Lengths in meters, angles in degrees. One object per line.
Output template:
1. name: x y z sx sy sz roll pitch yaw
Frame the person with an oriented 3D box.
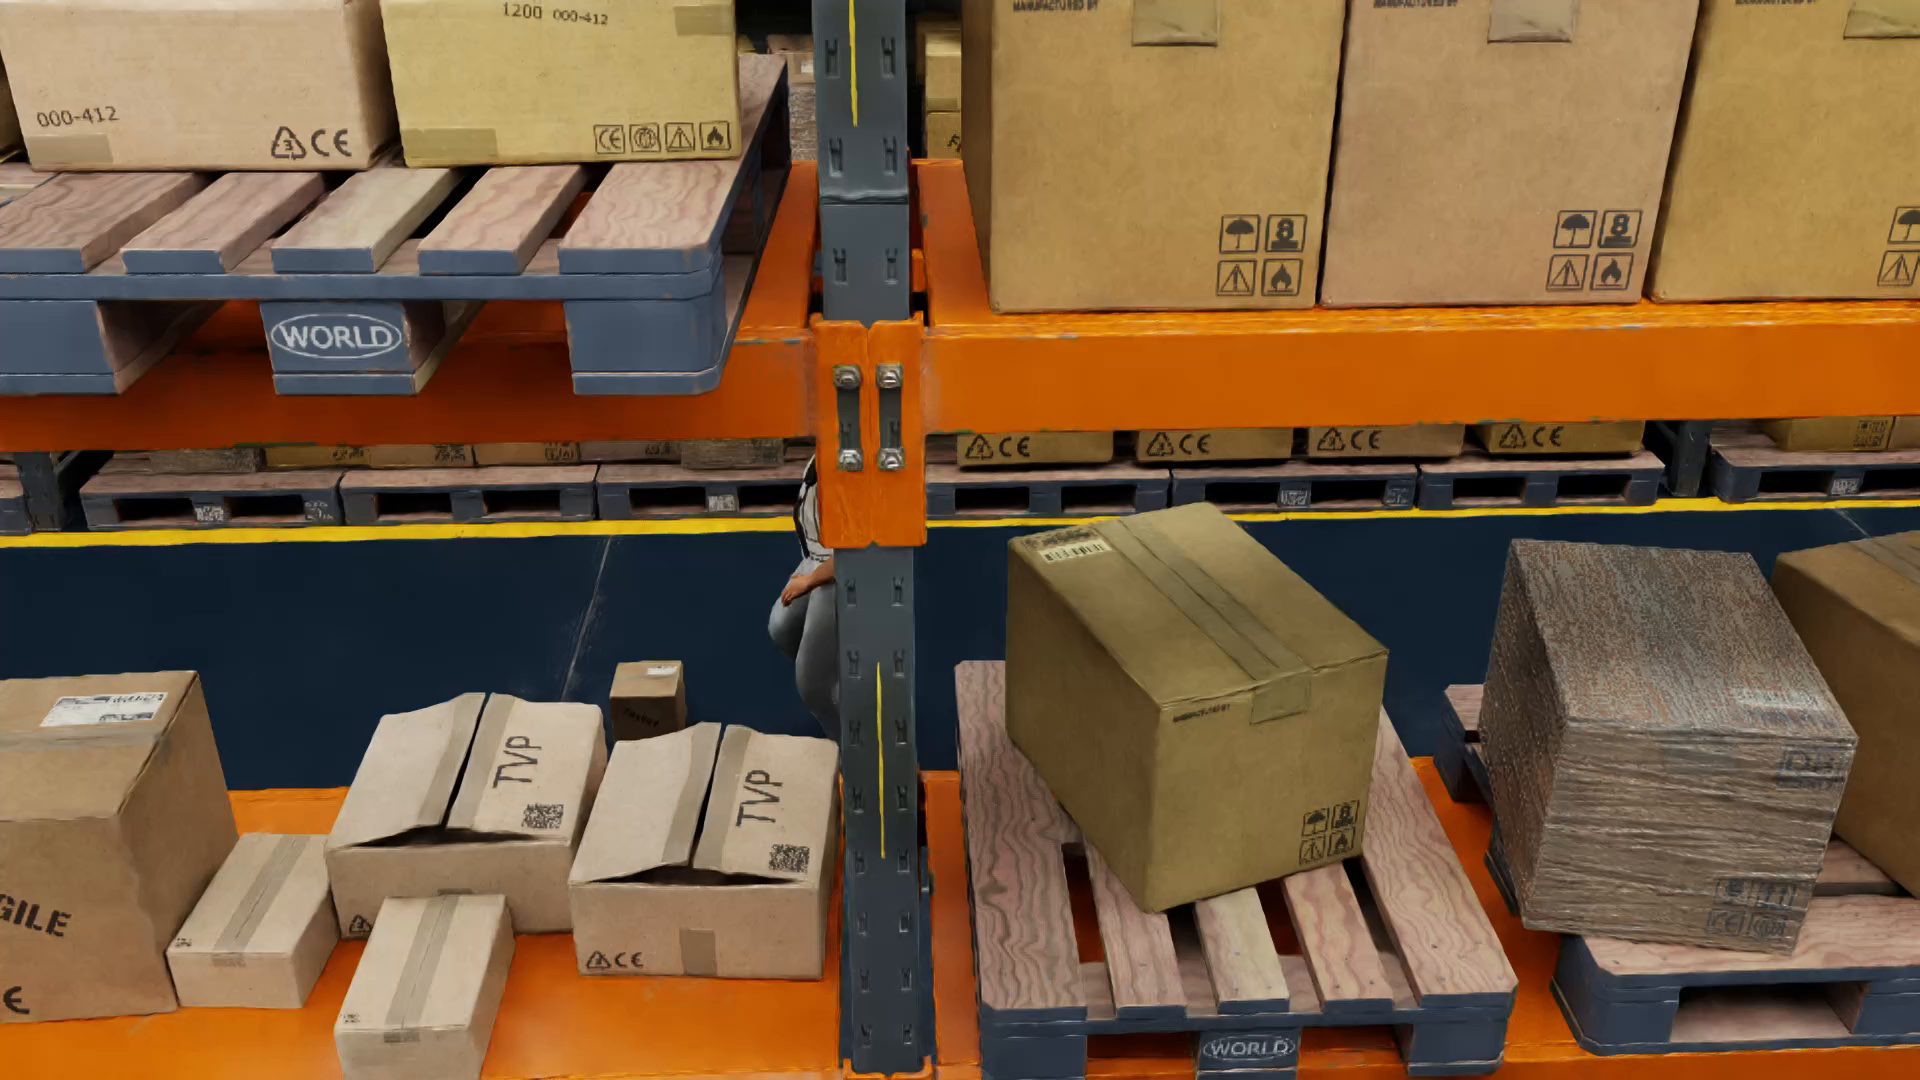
1. person: -0.442 0.134 5.900 0.497 1.642 0.663 -4 28 -7
